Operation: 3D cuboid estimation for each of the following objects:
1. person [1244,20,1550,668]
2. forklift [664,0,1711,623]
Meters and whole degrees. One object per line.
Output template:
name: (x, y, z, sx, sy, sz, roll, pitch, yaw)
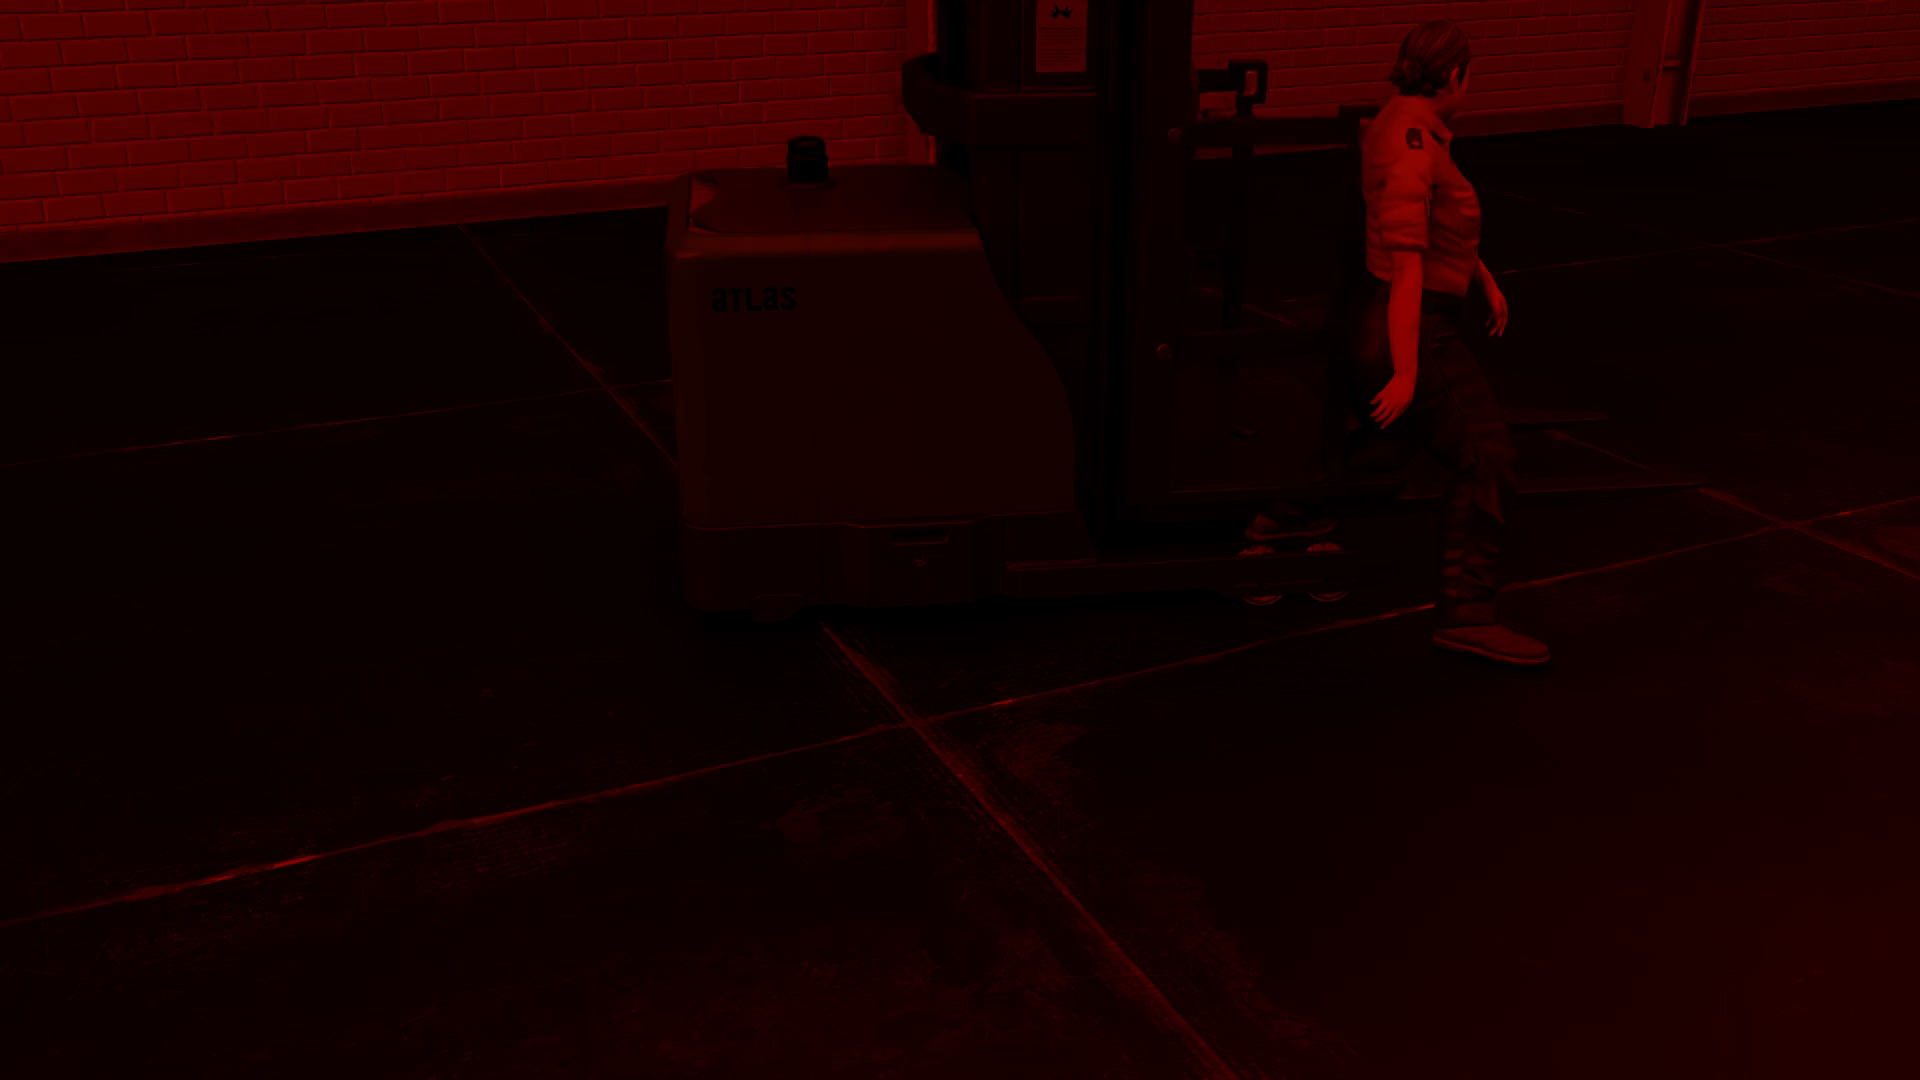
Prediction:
person: (1.165, -0.518, 4.295, 0.718, 1.568, 0.689, -1, 23, -1)
forklift: (0.689, -1.368, 4.578, 3.031, 2.935, 1.130, -3, 23, -7)
